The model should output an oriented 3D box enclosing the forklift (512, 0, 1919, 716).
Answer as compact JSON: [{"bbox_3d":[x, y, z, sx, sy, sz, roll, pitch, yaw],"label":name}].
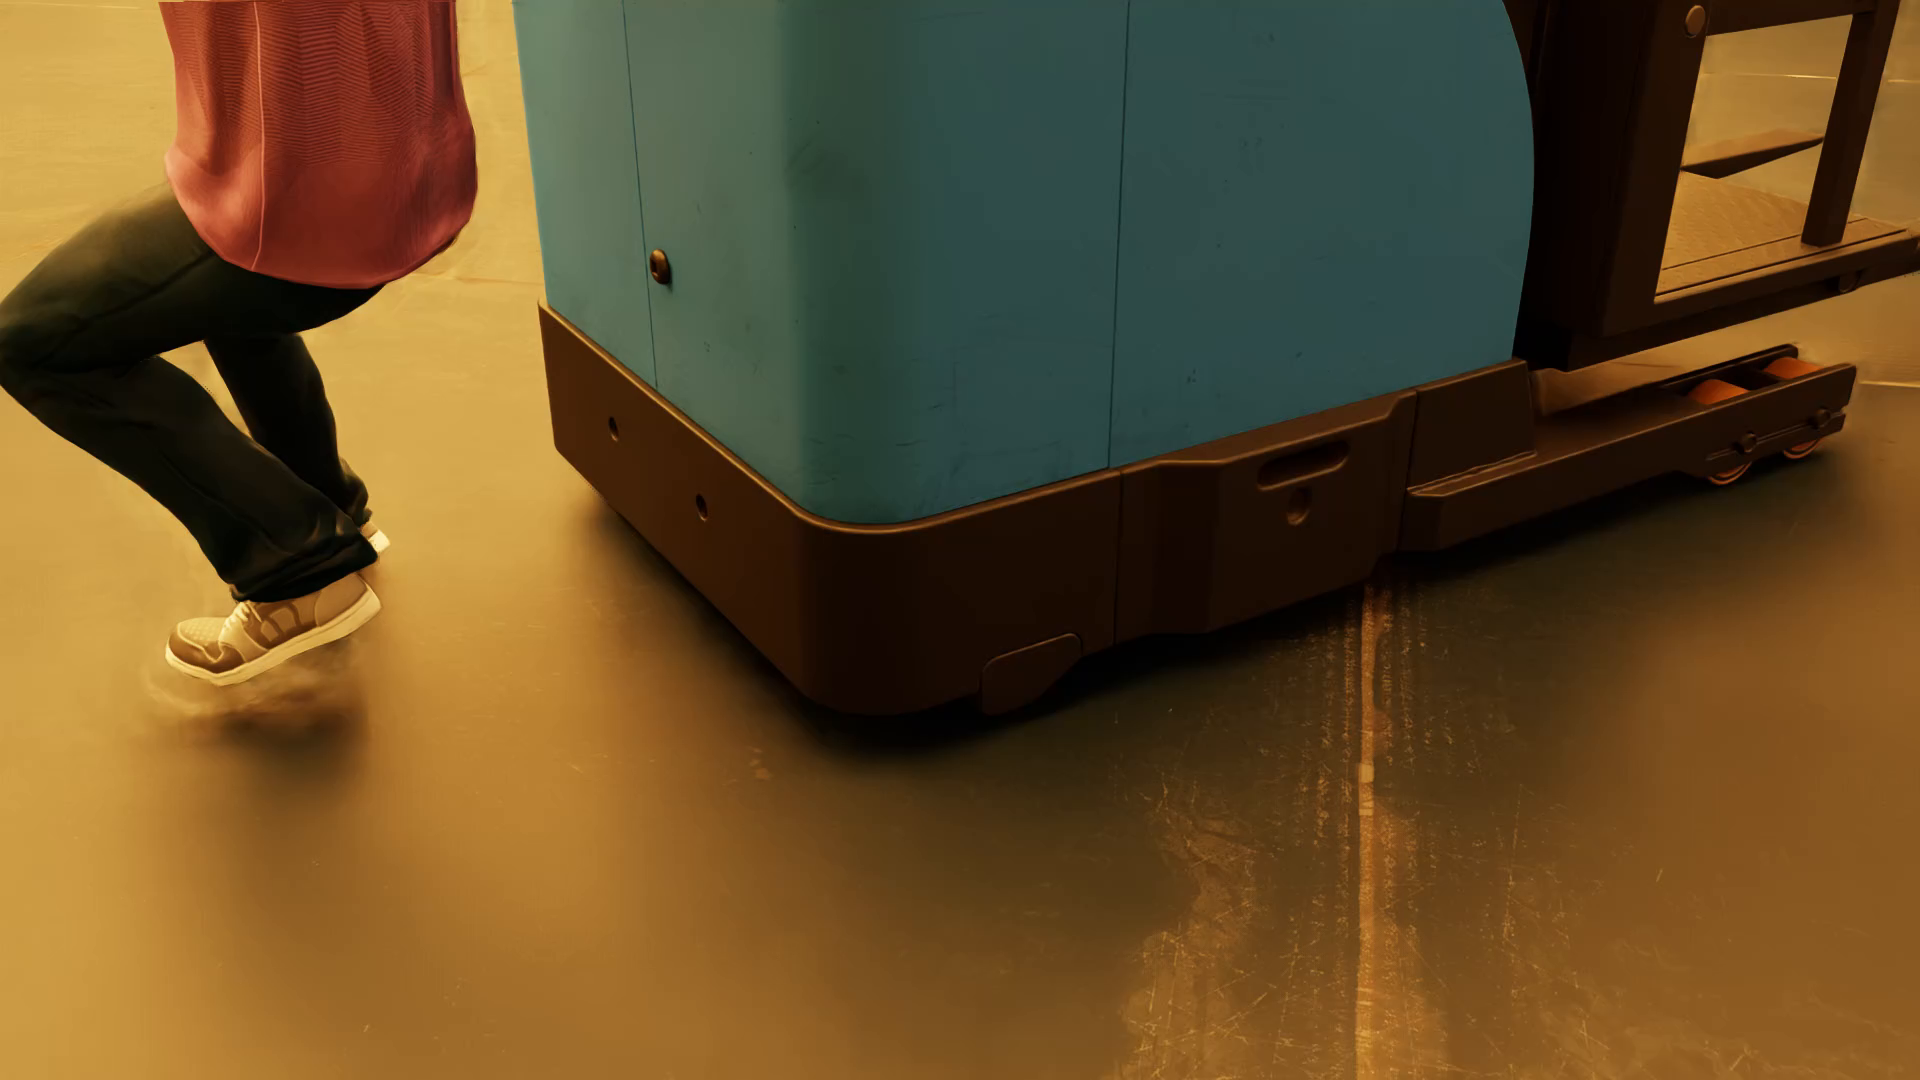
[{"bbox_3d":[0.876,-1.582,2.382,3.031,2.935,1.130,-16,31,-28],"label":"forklift"}]

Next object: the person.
[{"bbox_3d":[-0.809,-0.439,1.860,0.597,1.476,0.730,4,27,8],"label":"person"}]
